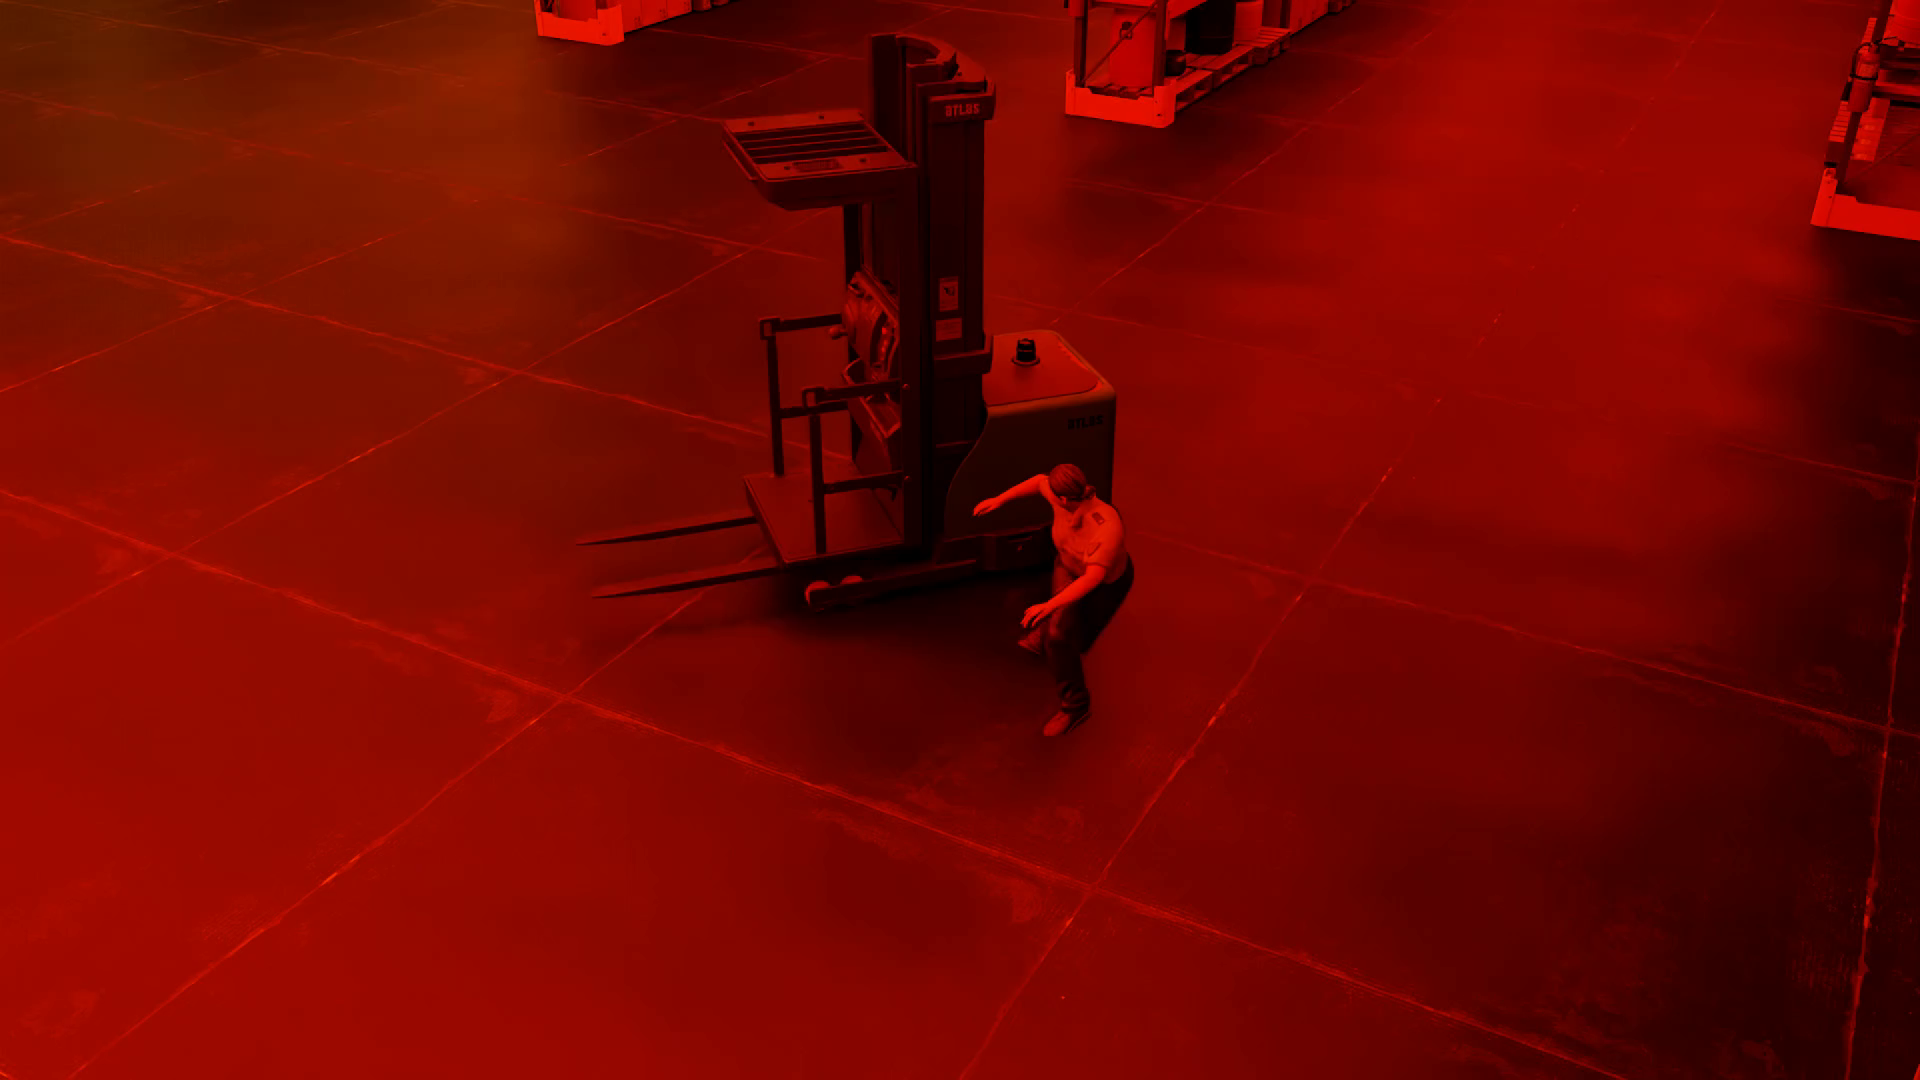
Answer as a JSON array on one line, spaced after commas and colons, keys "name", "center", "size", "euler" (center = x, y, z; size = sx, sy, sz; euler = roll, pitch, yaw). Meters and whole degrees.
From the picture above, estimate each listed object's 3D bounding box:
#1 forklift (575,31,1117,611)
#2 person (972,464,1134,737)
[{"name": "forklift", "center": [-0.677, -1.168, 9.095], "size": [3.031, 2.935, 1.130], "euler": [-10, 31, -16]}, {"name": "person", "center": [0.409, 0.240, 8.217], "size": [0.836, 1.443, 1.081], "euler": [14, 33, 23]}]
